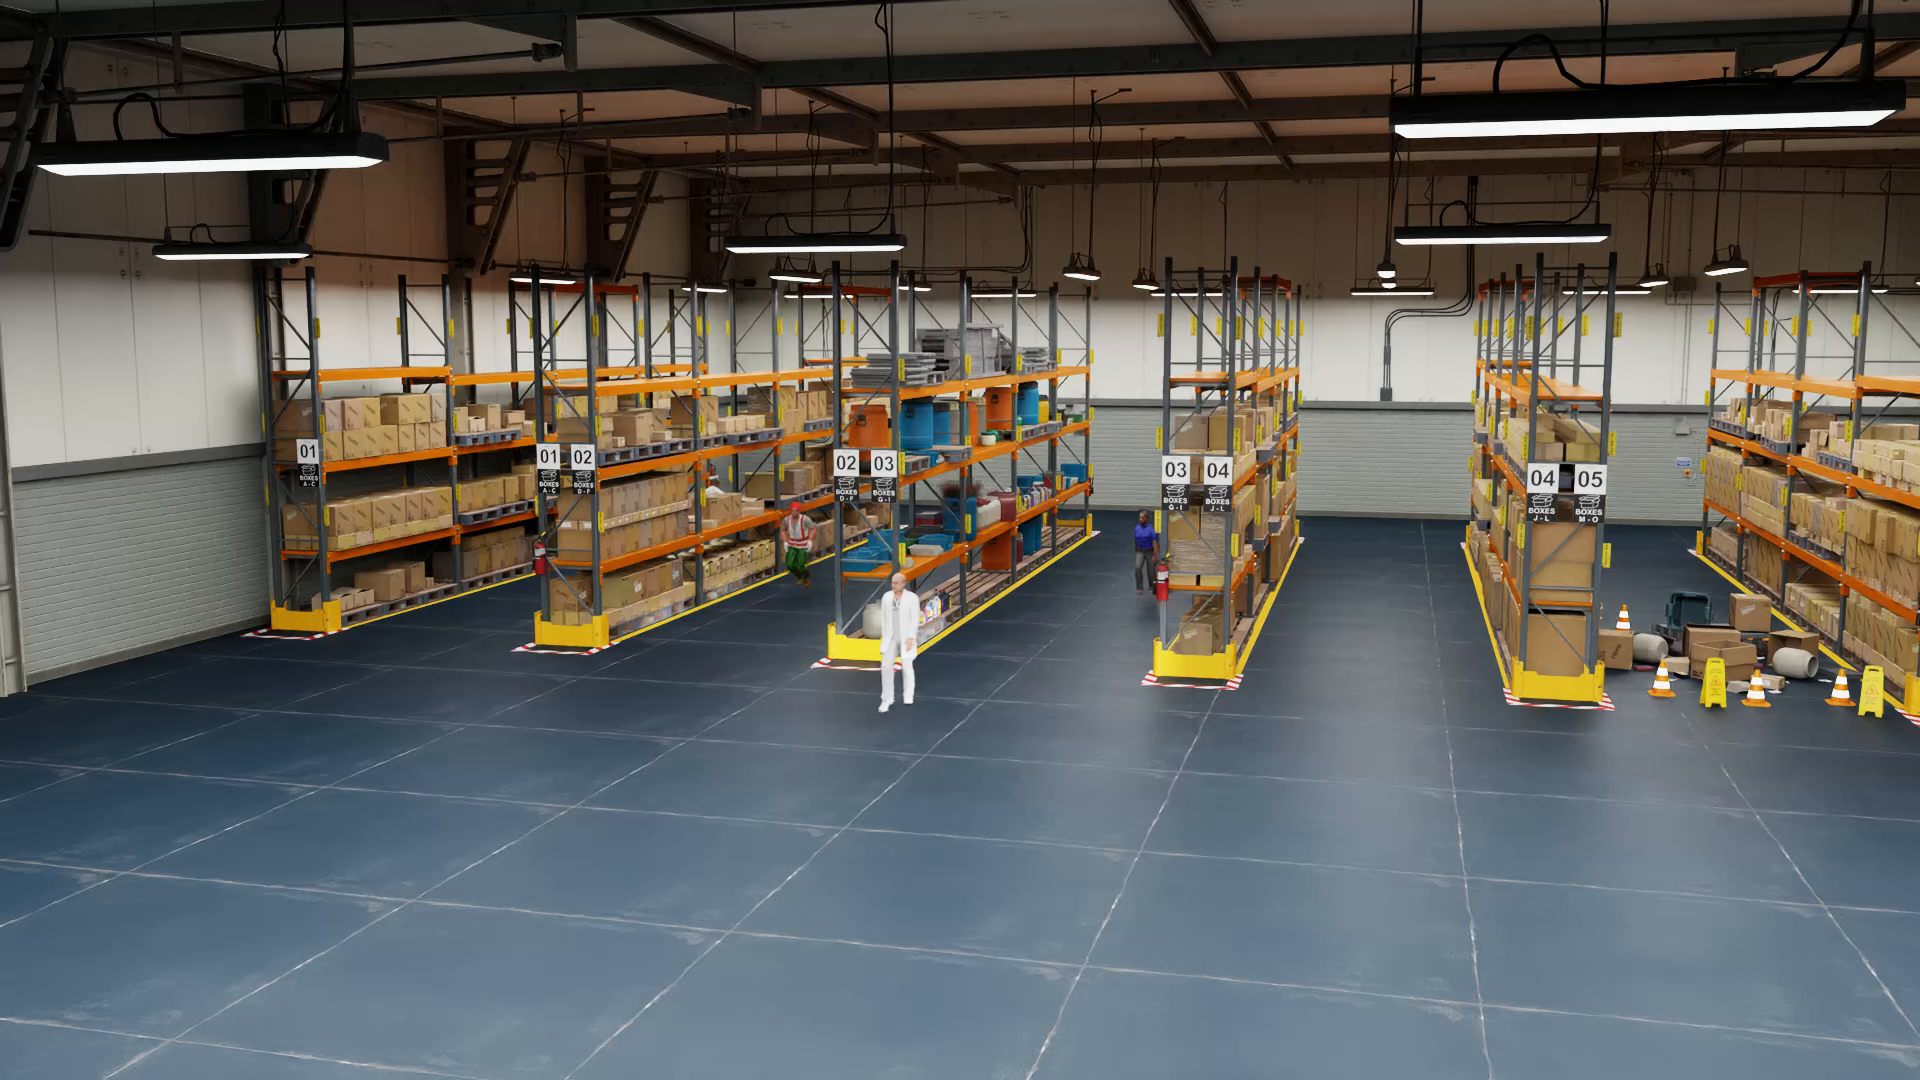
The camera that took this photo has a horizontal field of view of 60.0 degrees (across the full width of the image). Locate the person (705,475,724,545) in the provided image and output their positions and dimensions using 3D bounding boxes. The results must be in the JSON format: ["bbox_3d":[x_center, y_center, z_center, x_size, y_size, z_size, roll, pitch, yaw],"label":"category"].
[{"bbox_3d":[-5.488,-0.559,37.009,0.576,1.761,0.533,6,10,41],"label":"person"}]

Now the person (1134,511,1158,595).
[{"bbox_3d":[3.335,0.227,29.792,0.447,1.491,1.036,2,7,12],"label":"person"}]

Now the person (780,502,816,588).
[{"bbox_3d":[-3.000,0.102,30.844,0.650,1.661,0.700,3,8,20],"label":"person"}]

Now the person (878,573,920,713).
[{"bbox_3d":[-0.820,1.343,22.032,0.589,1.811,0.763,2,8,17],"label":"person"}]
